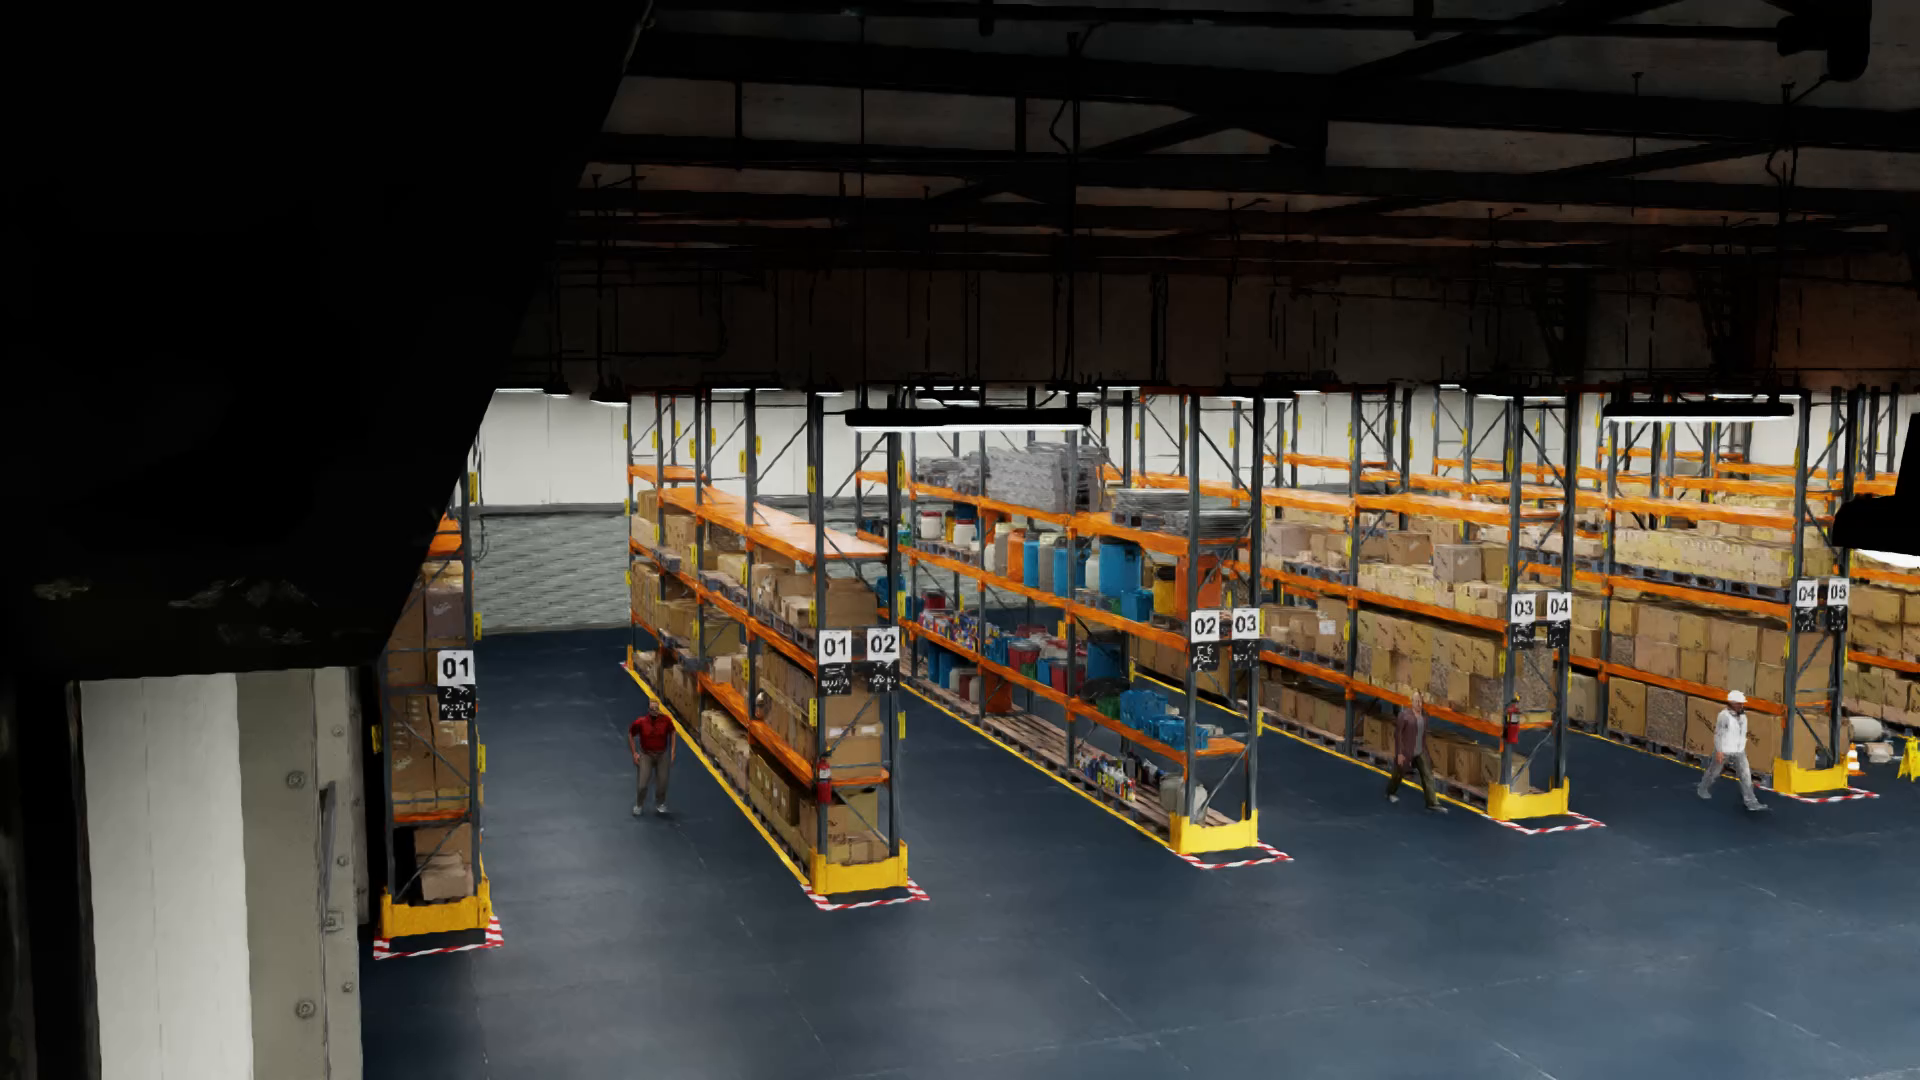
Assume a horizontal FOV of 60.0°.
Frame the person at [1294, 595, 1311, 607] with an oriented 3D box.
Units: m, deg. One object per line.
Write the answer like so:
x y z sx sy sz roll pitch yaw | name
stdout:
8.925 1.048 43.739 0.619 1.560 0.623 2 6 17 | person

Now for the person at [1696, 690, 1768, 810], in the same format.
11.133 2.999 24.006 0.518 1.700 1.104 -2 6 -16 | person

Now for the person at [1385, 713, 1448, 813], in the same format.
6.489 3.132 23.836 0.524 1.453 1.193 -2 6 -16 | person

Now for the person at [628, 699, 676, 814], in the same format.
-4.367 3.066 23.628 0.678 1.674 0.531 -2 6 -20 | person
